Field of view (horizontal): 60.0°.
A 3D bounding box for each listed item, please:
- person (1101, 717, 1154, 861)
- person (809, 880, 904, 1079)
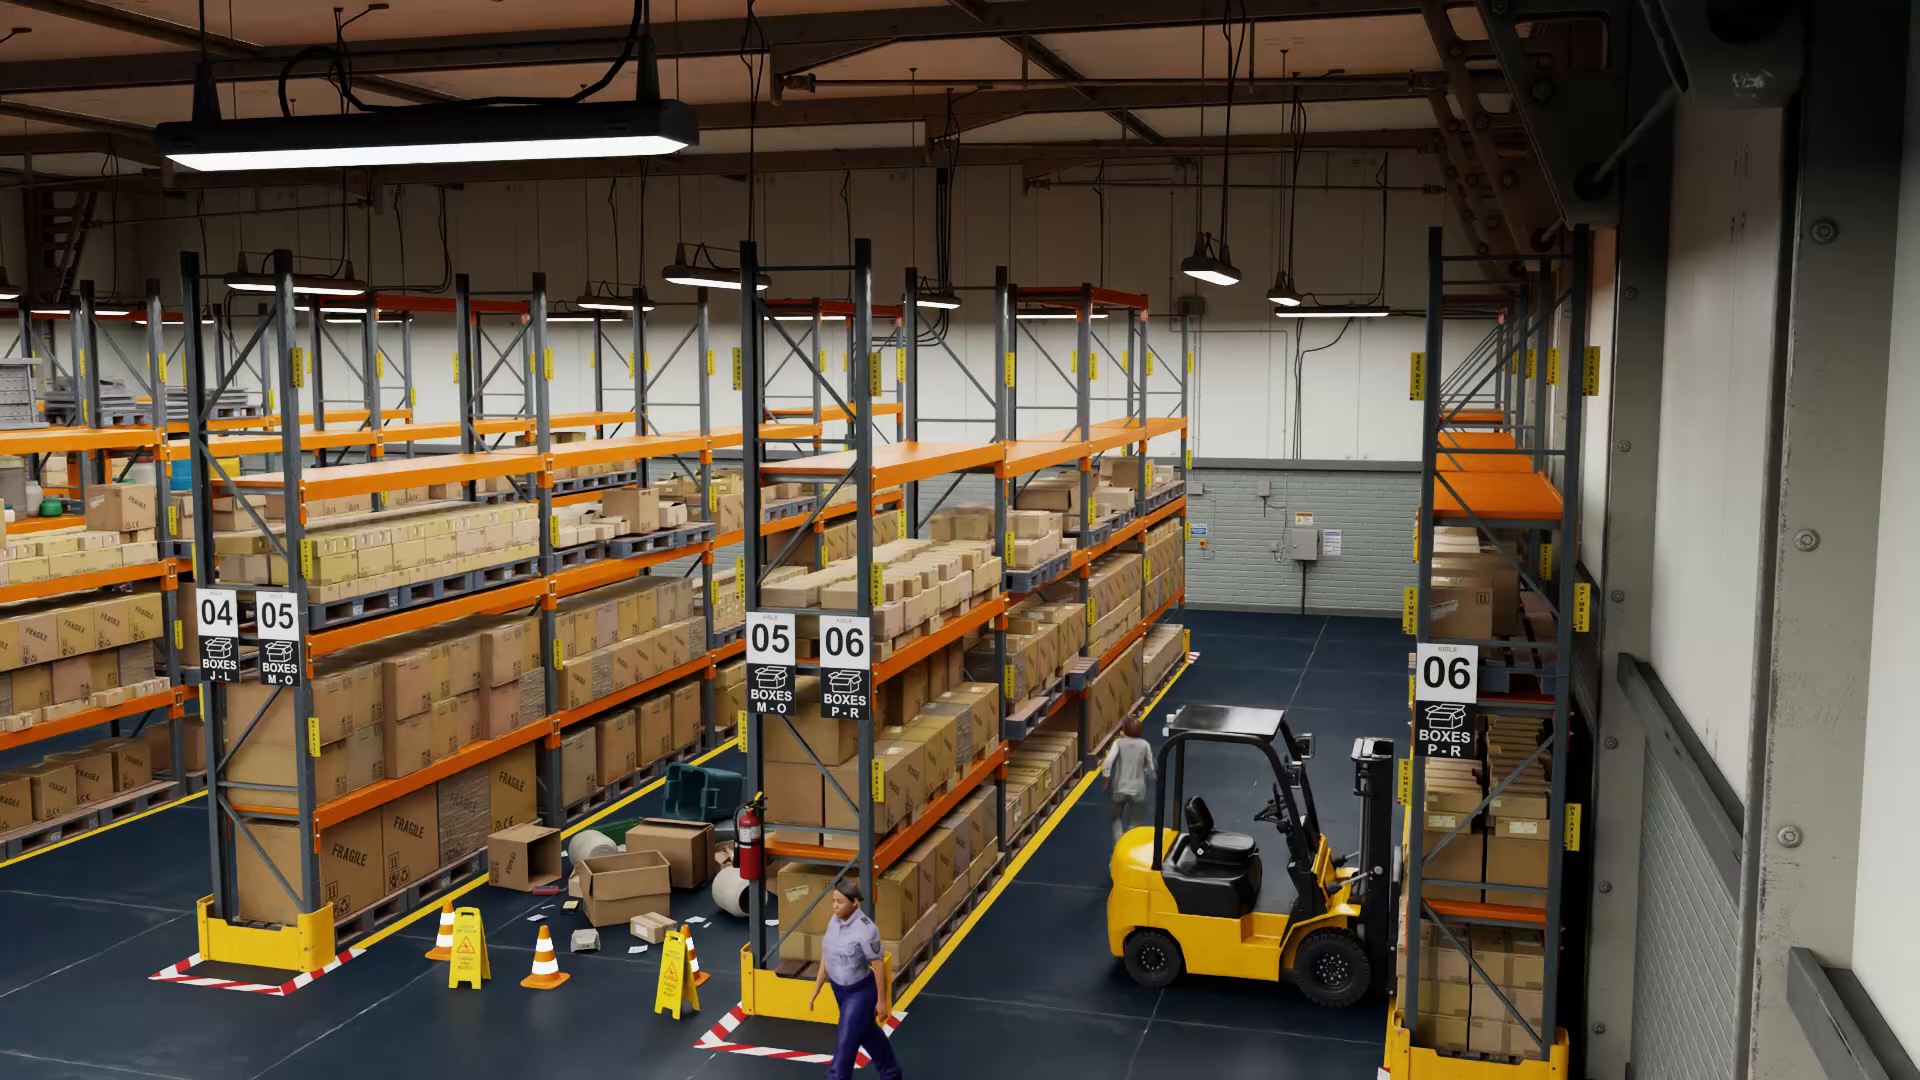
[{"bbox_3d":[1.698,2.546,16.860,0.527,1.496,0.711,1,6,9],"label":"person"},{"bbox_3d":[-0.784,3.096,11.289,1.006,1.599,0.504,-4,8,-33],"label":"person"}]
